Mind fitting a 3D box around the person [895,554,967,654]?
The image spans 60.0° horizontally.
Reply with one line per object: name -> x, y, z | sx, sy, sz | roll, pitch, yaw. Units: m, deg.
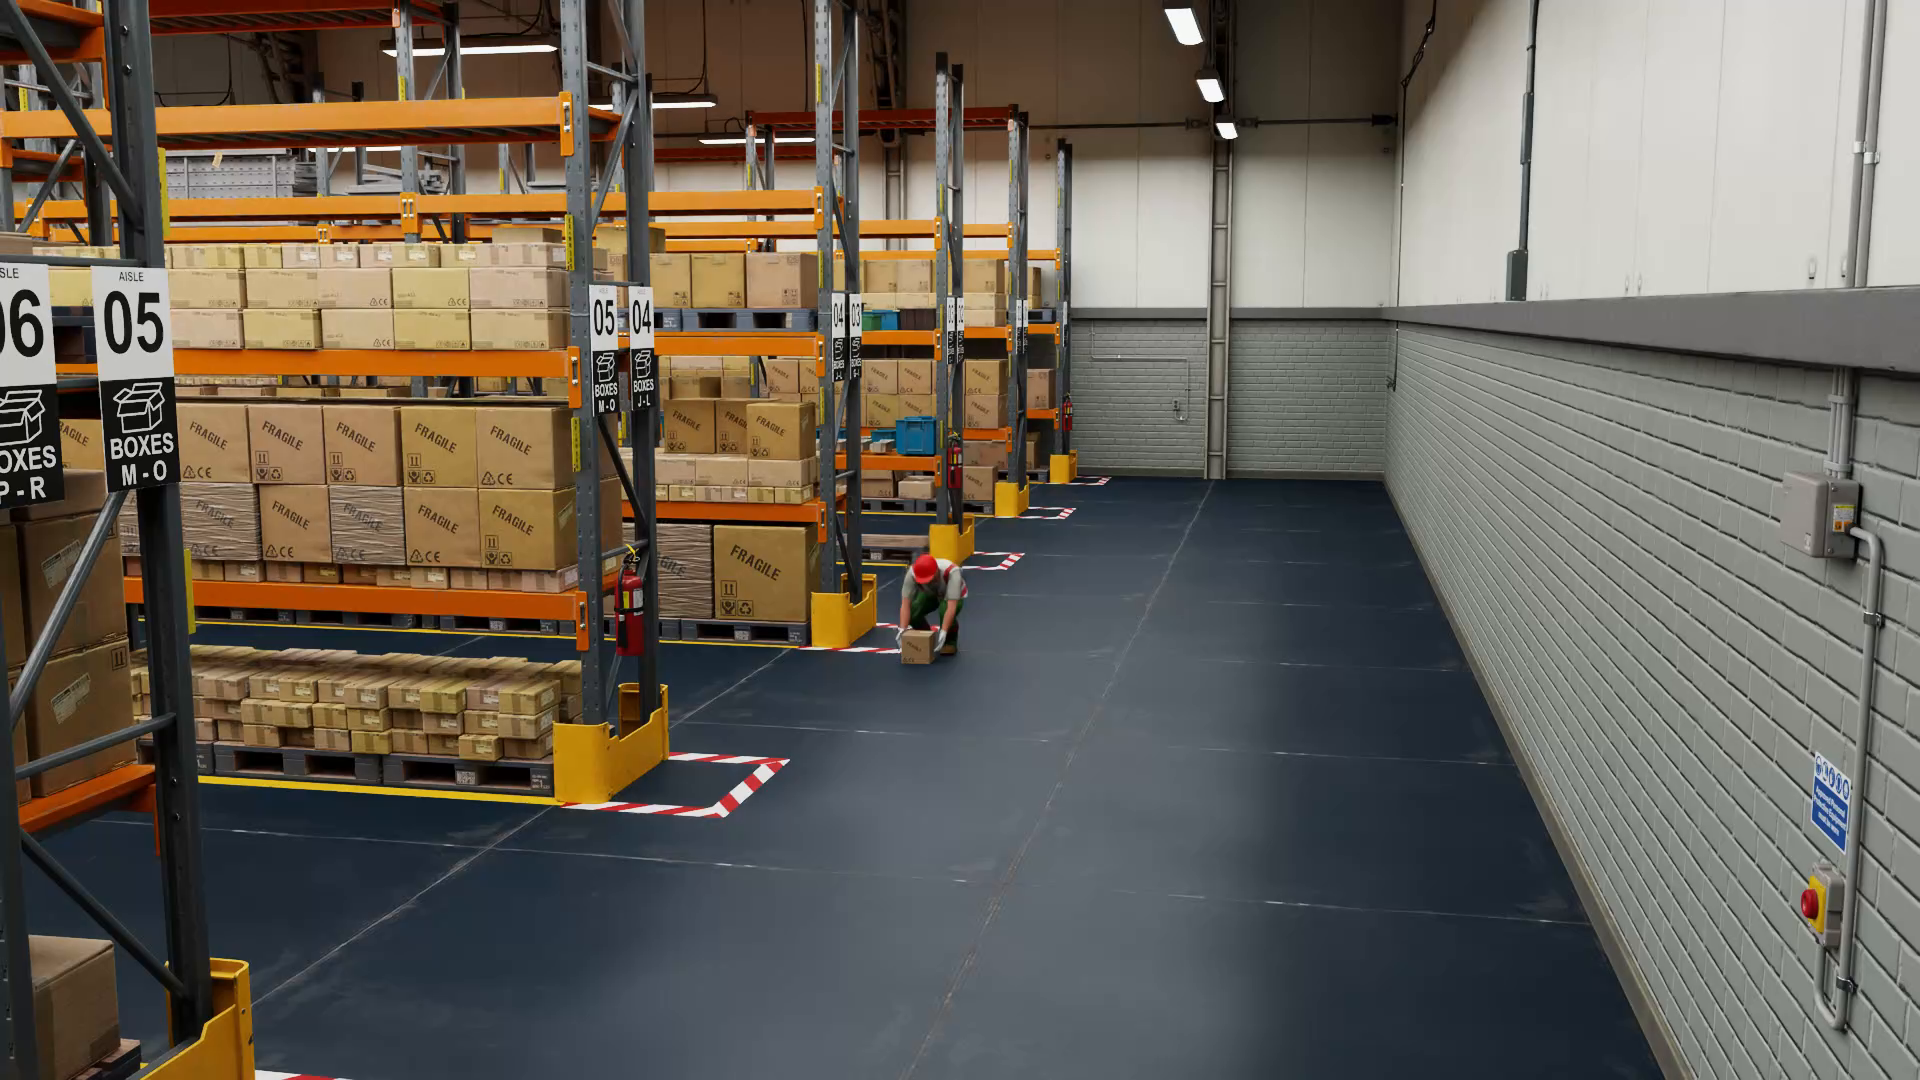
person -> -0.210, 0.550, 14.807 | 0.571, 0.954, 0.895 | 3, 9, 22
